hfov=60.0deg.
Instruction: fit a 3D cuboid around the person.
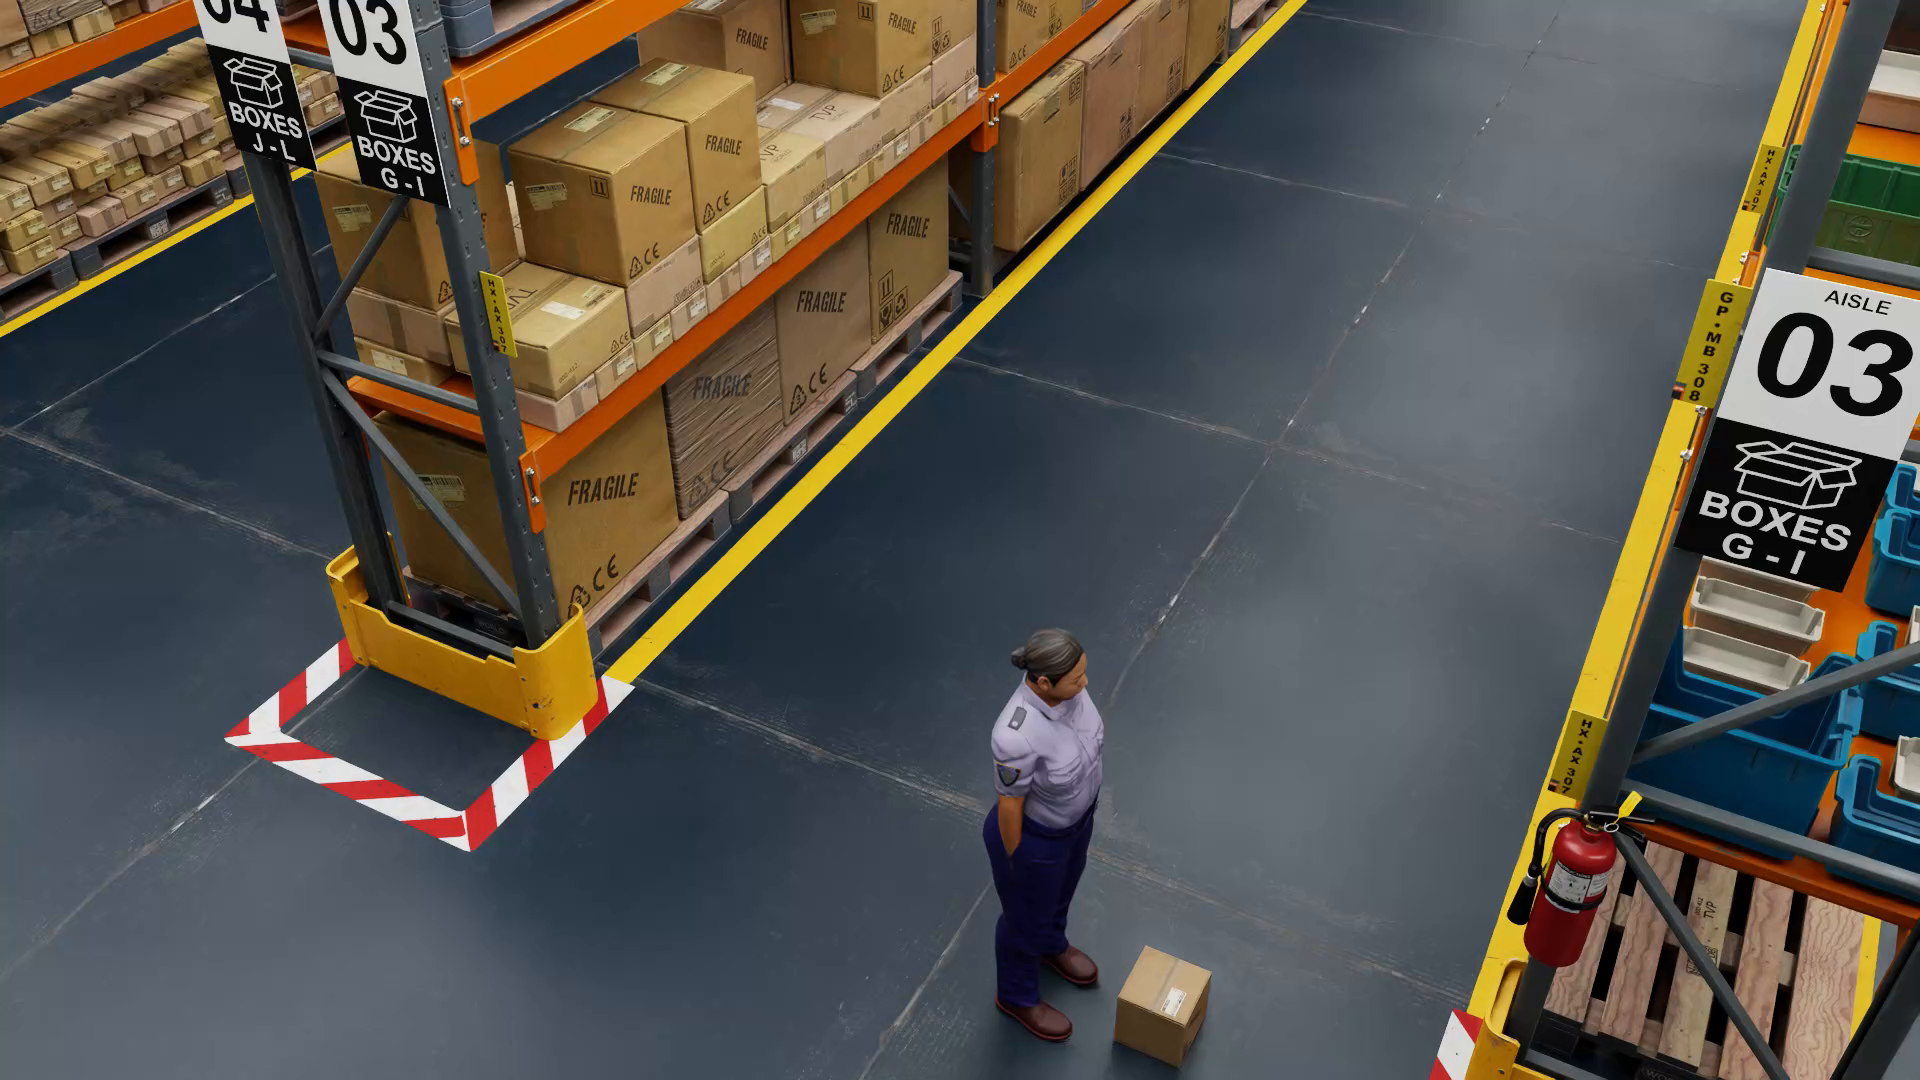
[{"bbox_3d":[0.307,0.948,5.550,0.382,1.661,0.479,18,42,22],"label":"person"}]
